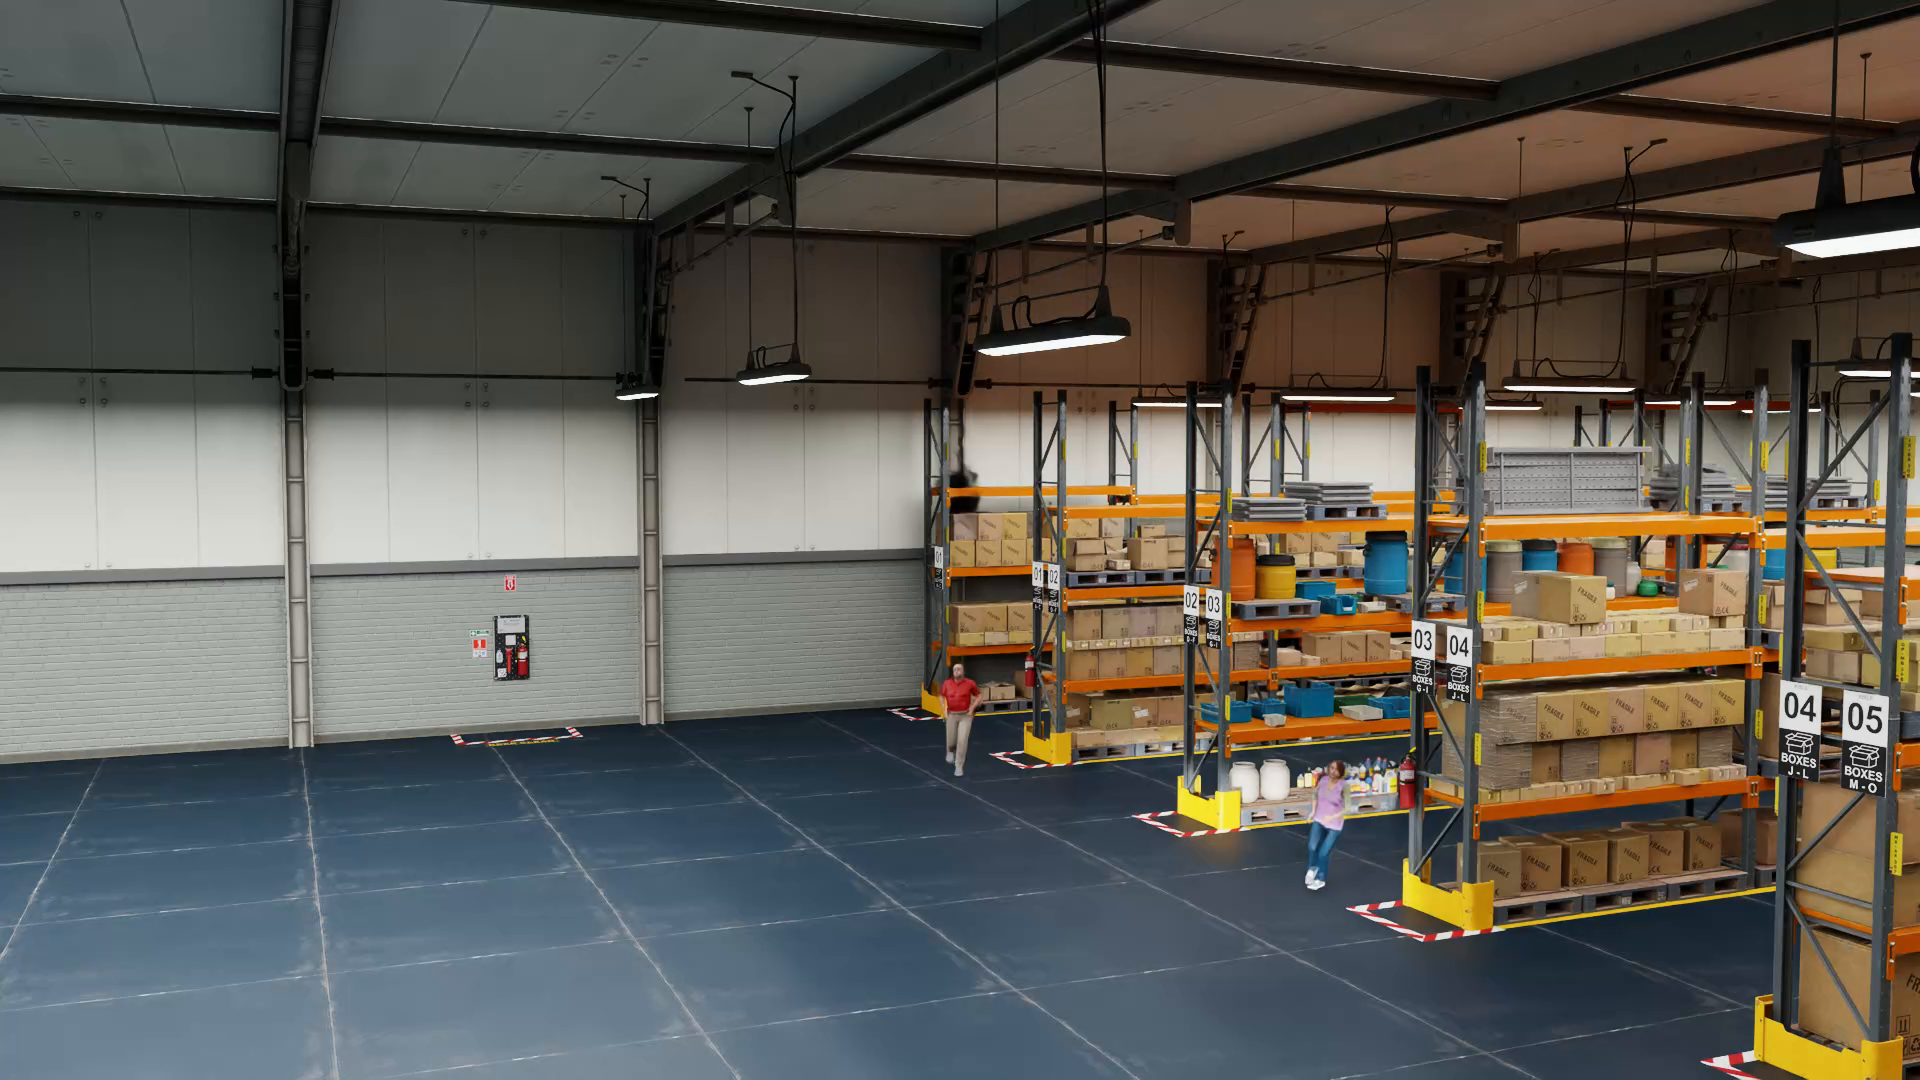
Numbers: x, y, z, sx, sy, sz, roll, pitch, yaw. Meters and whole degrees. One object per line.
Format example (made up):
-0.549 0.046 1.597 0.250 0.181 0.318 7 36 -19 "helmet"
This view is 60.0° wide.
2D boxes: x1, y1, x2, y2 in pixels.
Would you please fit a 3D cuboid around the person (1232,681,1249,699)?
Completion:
5.255 2.488 31.115 0.728 1.714 0.549 -2 4 -30 "person"

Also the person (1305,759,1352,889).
4.199 3.276 19.009 0.542 1.522 0.547 2 4 31 "person"

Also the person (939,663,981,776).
0.002 2.755 25.798 0.662 1.709 0.685 0 3 6 "person"
